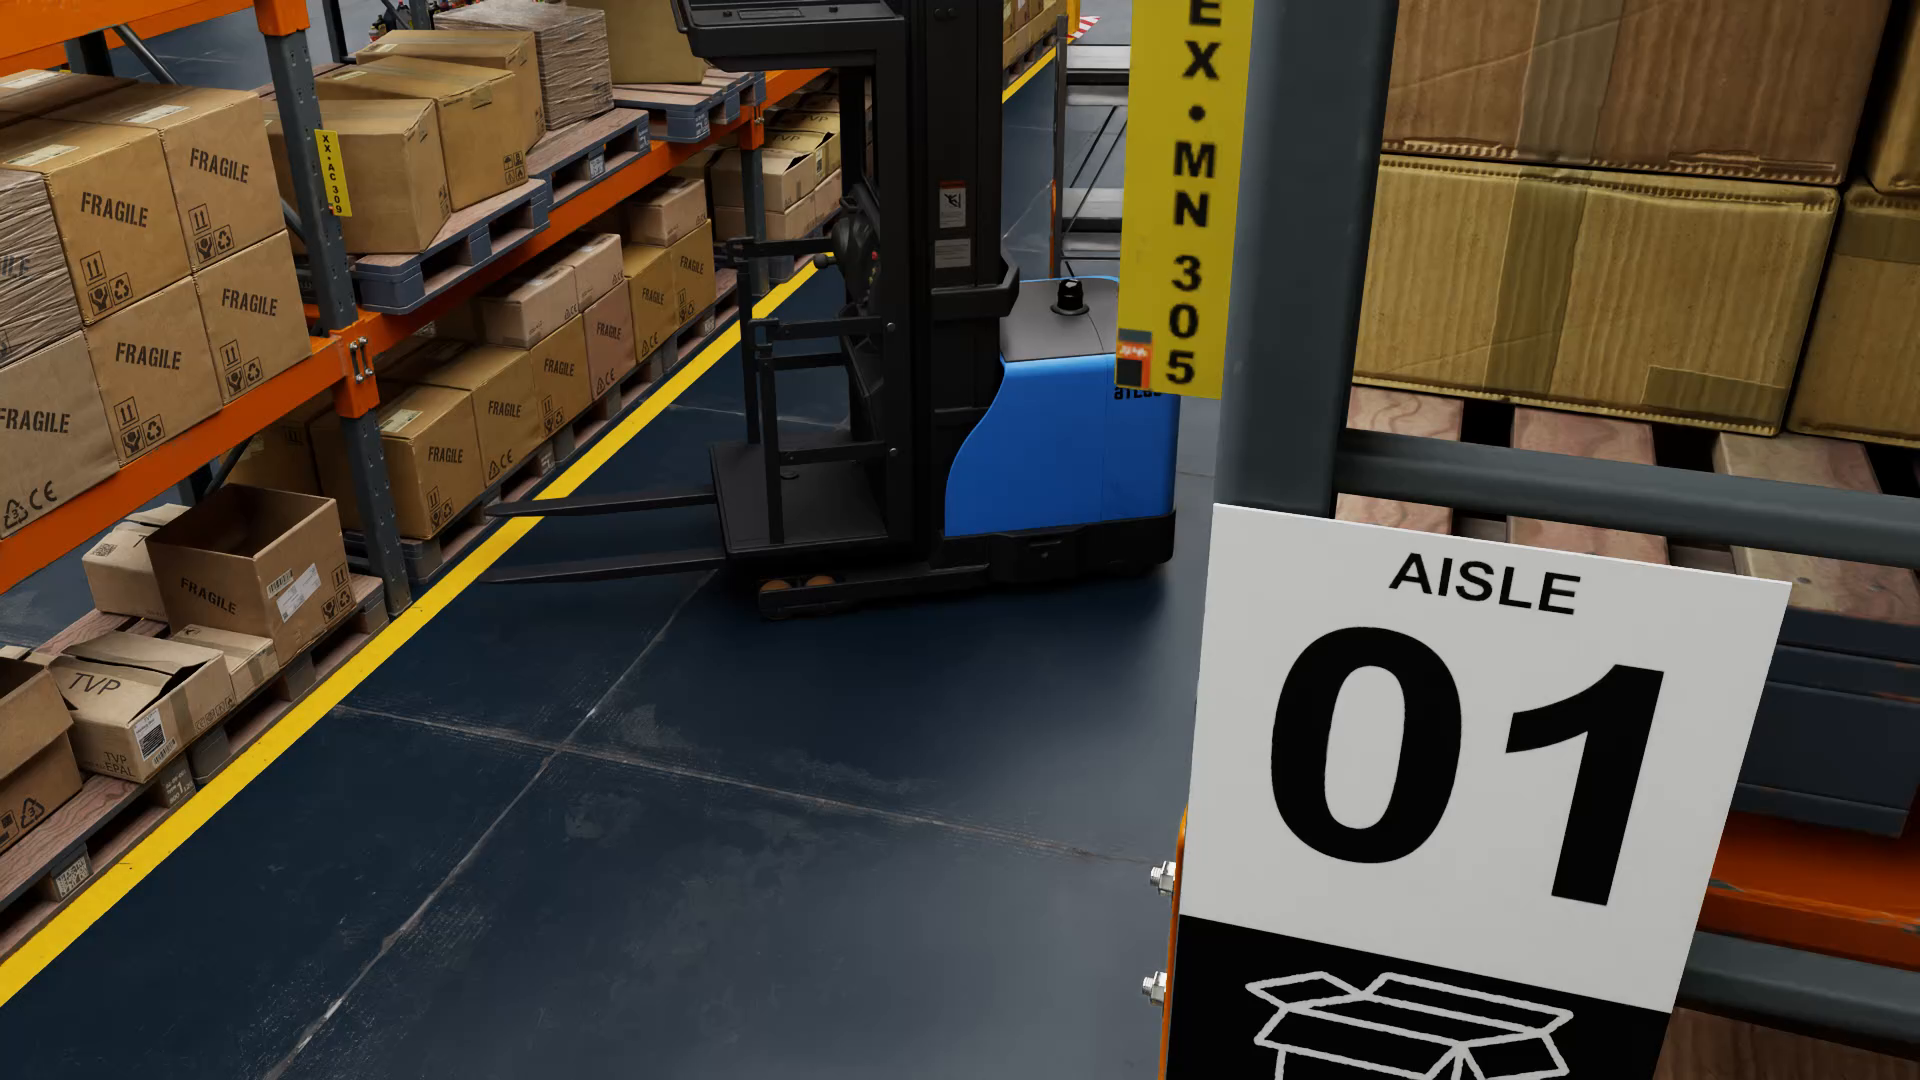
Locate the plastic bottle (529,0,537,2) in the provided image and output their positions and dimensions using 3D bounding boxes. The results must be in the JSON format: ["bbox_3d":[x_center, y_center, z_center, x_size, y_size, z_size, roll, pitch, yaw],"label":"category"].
[{"bbox_3d":[-4.311,-5.331,16.596,0.152,0.276,0.135,9,30,15],"label":"plastic bottle"}]

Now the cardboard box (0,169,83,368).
[{"bbox_3d":[-3.076,-0.809,4.987,0.500,0.500,0.500,9,30,15],"label":"cardboard box"}]

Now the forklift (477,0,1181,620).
[{"bbox_3d":[-0.611,-1.219,6.927,3.031,2.935,1.130,-6,30,-10],"label":"forklift"}]

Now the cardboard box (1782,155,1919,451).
[{"bbox_3d":[1.132,-0.286,1.712,0.500,0.250,0.500,10,31,17],"label":"cardboard box"}]

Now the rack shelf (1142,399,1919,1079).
[{"bbox_3d":[1.271,-0.435,3.100,1.077,0.370,4.000,8,30,15],"label":"rack shelf"}]

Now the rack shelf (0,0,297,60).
[{"bbox_3d":[-3.466,-1.140,4.368,1.077,0.370,4.000,8,30,15],"label":"rack shelf"}]

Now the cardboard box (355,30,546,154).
[{"bbox_3d":[-2.419,-2.130,7.958,0.700,0.500,0.500,1,29,2],"label":"cardboard box"}]

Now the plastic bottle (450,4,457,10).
[{"bbox_3d":[-4.769,-4.870,15.692,0.144,0.351,0.185,8,30,15],"label":"plastic bottle"}]

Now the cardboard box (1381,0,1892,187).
[{"bbox_3d":[0.638,-0.688,1.664,0.500,0.500,0.500,8,30,15],"label":"cardboard box"}]

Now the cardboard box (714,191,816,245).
[{"bbox_3d":[-1.270,-2.115,10.863,0.500,0.250,0.500,8,30,15],"label":"cardboard box"}]

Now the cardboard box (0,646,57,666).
[{"bbox_3d":[-3.453,0.541,6.155,0.380,0.166,0.250,8,30,15],"label":"cardboard box"}]

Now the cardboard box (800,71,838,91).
[{"bbox_3d":[-1.193,-3.389,12.575,0.500,0.311,0.500,8,30,13],"label":"cardboard box"}]

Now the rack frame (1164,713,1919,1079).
[{"bbox_3d":[0.684,1.491,1.984,1.000,3.000,0.127,8,30,15],"label":"rack frame"}]

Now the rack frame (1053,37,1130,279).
[{"bbox_3d":[0.651,-1.347,8.012,0.400,2.100,0.015,1,29,1],"label":"rack frame"}]

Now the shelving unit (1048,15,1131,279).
[{"bbox_3d":[0.658,-1.466,8.225,0.431,2.100,0.503,1,29,1],"label":"shelving unit"}]

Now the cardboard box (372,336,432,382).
[{"bbox_3d":[-2.855,-0.672,7.990,0.500,0.500,0.500,9,30,15],"label":"cardboard box"}]

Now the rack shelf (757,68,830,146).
[{"bbox_3d":[-1.118,-3.547,11.780,1.077,0.370,4.000,8,30,15],"label":"rack shelf"}]

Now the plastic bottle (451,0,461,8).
[{"bbox_3d":[-5.051,-5.354,16.643,0.097,0.271,0.097,0,29,0],"label":"plastic bottle"}]

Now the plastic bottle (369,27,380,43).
[{"bbox_3d":[-5.456,-4.682,15.506,0.097,0.201,0.097,0,29,0],"label":"plastic bottle"}]

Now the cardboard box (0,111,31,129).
[{"bbox_3d":[-3.437,-1.135,5.573,0.500,0.500,0.500,8,30,13],"label":"cardboard box"}]

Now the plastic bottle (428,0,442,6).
[{"bbox_3d":[-5.149,-5.156,16.282,0.152,0.276,0.135,9,30,16],"label":"plastic bottle"}]

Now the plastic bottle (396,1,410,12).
[{"bbox_3d":[-5.295,-4.963,15.859,0.144,0.351,0.185,7,30,12],"label":"plastic bottle"}]

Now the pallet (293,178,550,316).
[{"bbox_3d":[-2.540,-1.345,7.279,1.003,0.211,1.213,8,30,15],"label":"pallet"}]

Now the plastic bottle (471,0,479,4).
[{"bbox_3d":[-4.951,-5.481,16.944,0.097,0.201,0.097,0,29,0],"label":"plastic bottle"}]

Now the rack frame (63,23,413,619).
[{"bbox_3d":[-2.879,-1.073,6.593,1.000,3.000,0.127,8,30,15],"label":"rack frame"}]

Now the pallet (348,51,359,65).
[{"bbox_3d":[-5.028,-4.587,15.778,1.003,0.211,1.213,8,30,15],"label":"pallet"}]

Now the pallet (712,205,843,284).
[{"bbox_3d":[-1.426,-2.090,11.290,1.003,0.211,1.213,8,30,15],"label":"pallet"}]

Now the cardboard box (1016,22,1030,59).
[{"bbox_3d":[0.340,-4.641,15.404,0.500,0.250,0.500,8,30,15],"label":"cardboard box"}]

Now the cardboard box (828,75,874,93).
[{"bbox_3d":[-0.671,-3.314,12.442,0.500,0.311,0.500,8,30,15],"label":"cardboard box"}]

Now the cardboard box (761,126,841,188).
[{"bbox_3d":[-1.124,-2.606,11.168,0.500,0.311,0.500,8,30,14],"label":"cardboard box"}]

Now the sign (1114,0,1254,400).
[{"bbox_3d":[0.169,-0.256,1.210,0.100,0.325,0.005,8,30,15],"label":"sign"}]

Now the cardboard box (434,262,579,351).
[{"bbox_3d":[-2.210,-1.155,8.088,0.500,0.250,0.500,9,30,15],"label":"cardboard box"}]

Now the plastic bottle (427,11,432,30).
[{"bbox_3d":[-5.146,-4.921,15.860,0.152,0.276,0.135,8,30,15],"label":"plastic bottle"}]

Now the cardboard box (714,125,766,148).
[{"bbox_3d":[-1.640,-2.680,11.301,0.500,0.311,0.500,8,30,14],"label":"cardboard box"}]

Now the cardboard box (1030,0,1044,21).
[{"bbox_3d":[0.491,-5.201,15.638,0.500,0.500,0.500,8,30,15],"label":"cardboard box"}]

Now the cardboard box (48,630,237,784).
[{"bbox_3d":[-2.995,0.564,5.965,0.500,0.311,0.500,8,30,15],"label":"cardboard box"}]

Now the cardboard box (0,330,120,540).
[{"bbox_3d":[-3.079,-0.369,5.225,0.500,0.500,0.500,9,30,16],"label":"cardboard box"}]

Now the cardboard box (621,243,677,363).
[{"bbox_3d":[-1.907,-1.323,9.162,0.500,0.500,0.500,7,30,13],"label":"cardboard box"}]

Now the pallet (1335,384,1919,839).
[{"bbox_3d":[0.891,-0.127,1.899,1.003,0.211,1.213,8,30,15],"label":"pallet"}]

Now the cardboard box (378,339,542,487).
[{"bbox_3d":[-2.358,-0.612,7.884,0.500,0.500,0.500,9,30,16],"label":"cardboard box"}]

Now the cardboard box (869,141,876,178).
[{"bbox_3d":[-0.826,-2.830,12.147,0.500,0.250,0.500,9,30,16],"label":"cardboard box"}]

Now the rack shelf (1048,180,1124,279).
[{"bbox_3d":[0.658,-1.454,8.232,0.431,0.518,0.480,1,29,1],"label":"rack shelf"}]

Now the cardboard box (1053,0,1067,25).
[{"bbox_3d":[0.768,-5.340,16.660,0.500,0.250,0.500,8,30,15],"label":"cardboard box"}]

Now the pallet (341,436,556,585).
[{"bbox_3d":[-2.676,-0.238,7.960,1.003,0.211,1.213,8,30,15],"label":"pallet"}]

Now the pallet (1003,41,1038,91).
[{"bbox_3d":[0.099,-4.505,15.630,1.003,0.211,1.213,8,30,15],"label":"pallet"}]
